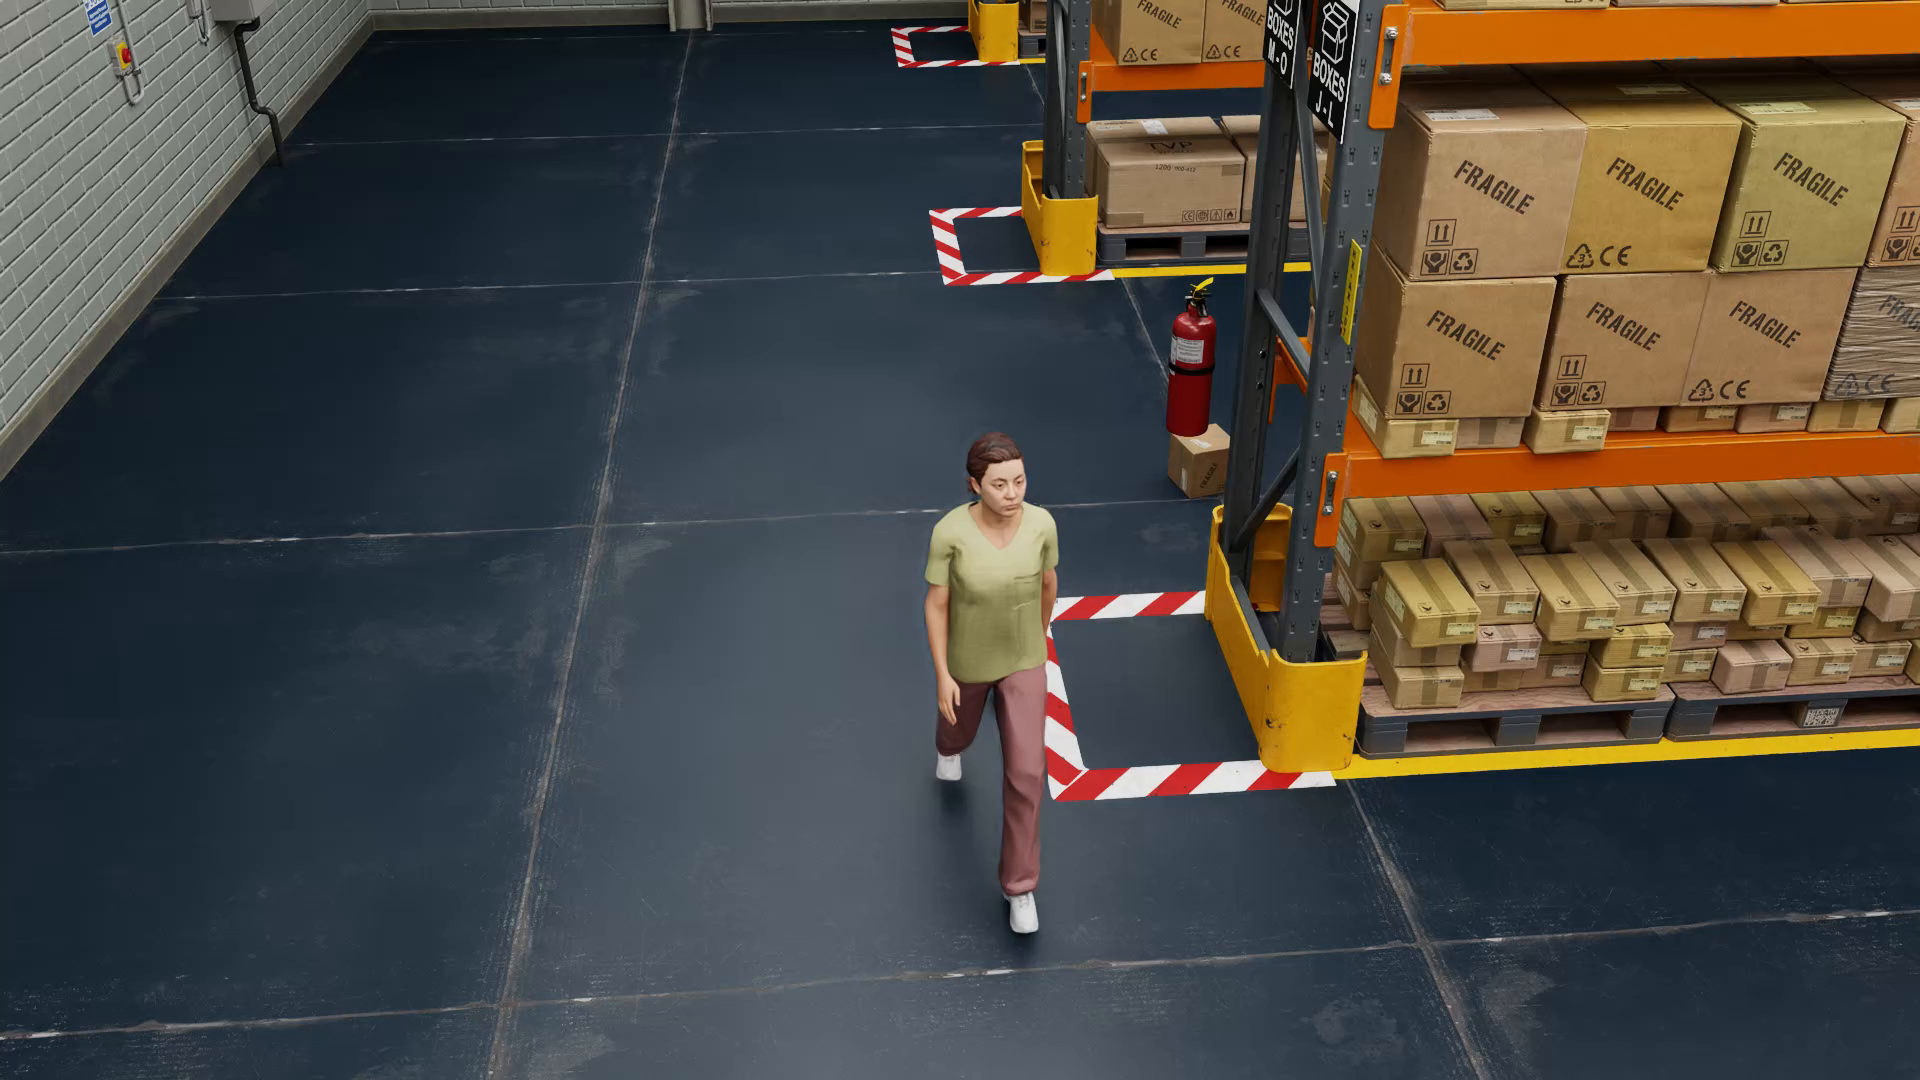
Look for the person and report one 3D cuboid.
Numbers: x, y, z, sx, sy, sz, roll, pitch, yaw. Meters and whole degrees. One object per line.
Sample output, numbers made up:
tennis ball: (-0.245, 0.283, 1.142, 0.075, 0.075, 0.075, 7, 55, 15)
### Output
person: (0.109, 0.385, 5.510, 0.452, 1.616, 1.047, -3, 31, -5)
